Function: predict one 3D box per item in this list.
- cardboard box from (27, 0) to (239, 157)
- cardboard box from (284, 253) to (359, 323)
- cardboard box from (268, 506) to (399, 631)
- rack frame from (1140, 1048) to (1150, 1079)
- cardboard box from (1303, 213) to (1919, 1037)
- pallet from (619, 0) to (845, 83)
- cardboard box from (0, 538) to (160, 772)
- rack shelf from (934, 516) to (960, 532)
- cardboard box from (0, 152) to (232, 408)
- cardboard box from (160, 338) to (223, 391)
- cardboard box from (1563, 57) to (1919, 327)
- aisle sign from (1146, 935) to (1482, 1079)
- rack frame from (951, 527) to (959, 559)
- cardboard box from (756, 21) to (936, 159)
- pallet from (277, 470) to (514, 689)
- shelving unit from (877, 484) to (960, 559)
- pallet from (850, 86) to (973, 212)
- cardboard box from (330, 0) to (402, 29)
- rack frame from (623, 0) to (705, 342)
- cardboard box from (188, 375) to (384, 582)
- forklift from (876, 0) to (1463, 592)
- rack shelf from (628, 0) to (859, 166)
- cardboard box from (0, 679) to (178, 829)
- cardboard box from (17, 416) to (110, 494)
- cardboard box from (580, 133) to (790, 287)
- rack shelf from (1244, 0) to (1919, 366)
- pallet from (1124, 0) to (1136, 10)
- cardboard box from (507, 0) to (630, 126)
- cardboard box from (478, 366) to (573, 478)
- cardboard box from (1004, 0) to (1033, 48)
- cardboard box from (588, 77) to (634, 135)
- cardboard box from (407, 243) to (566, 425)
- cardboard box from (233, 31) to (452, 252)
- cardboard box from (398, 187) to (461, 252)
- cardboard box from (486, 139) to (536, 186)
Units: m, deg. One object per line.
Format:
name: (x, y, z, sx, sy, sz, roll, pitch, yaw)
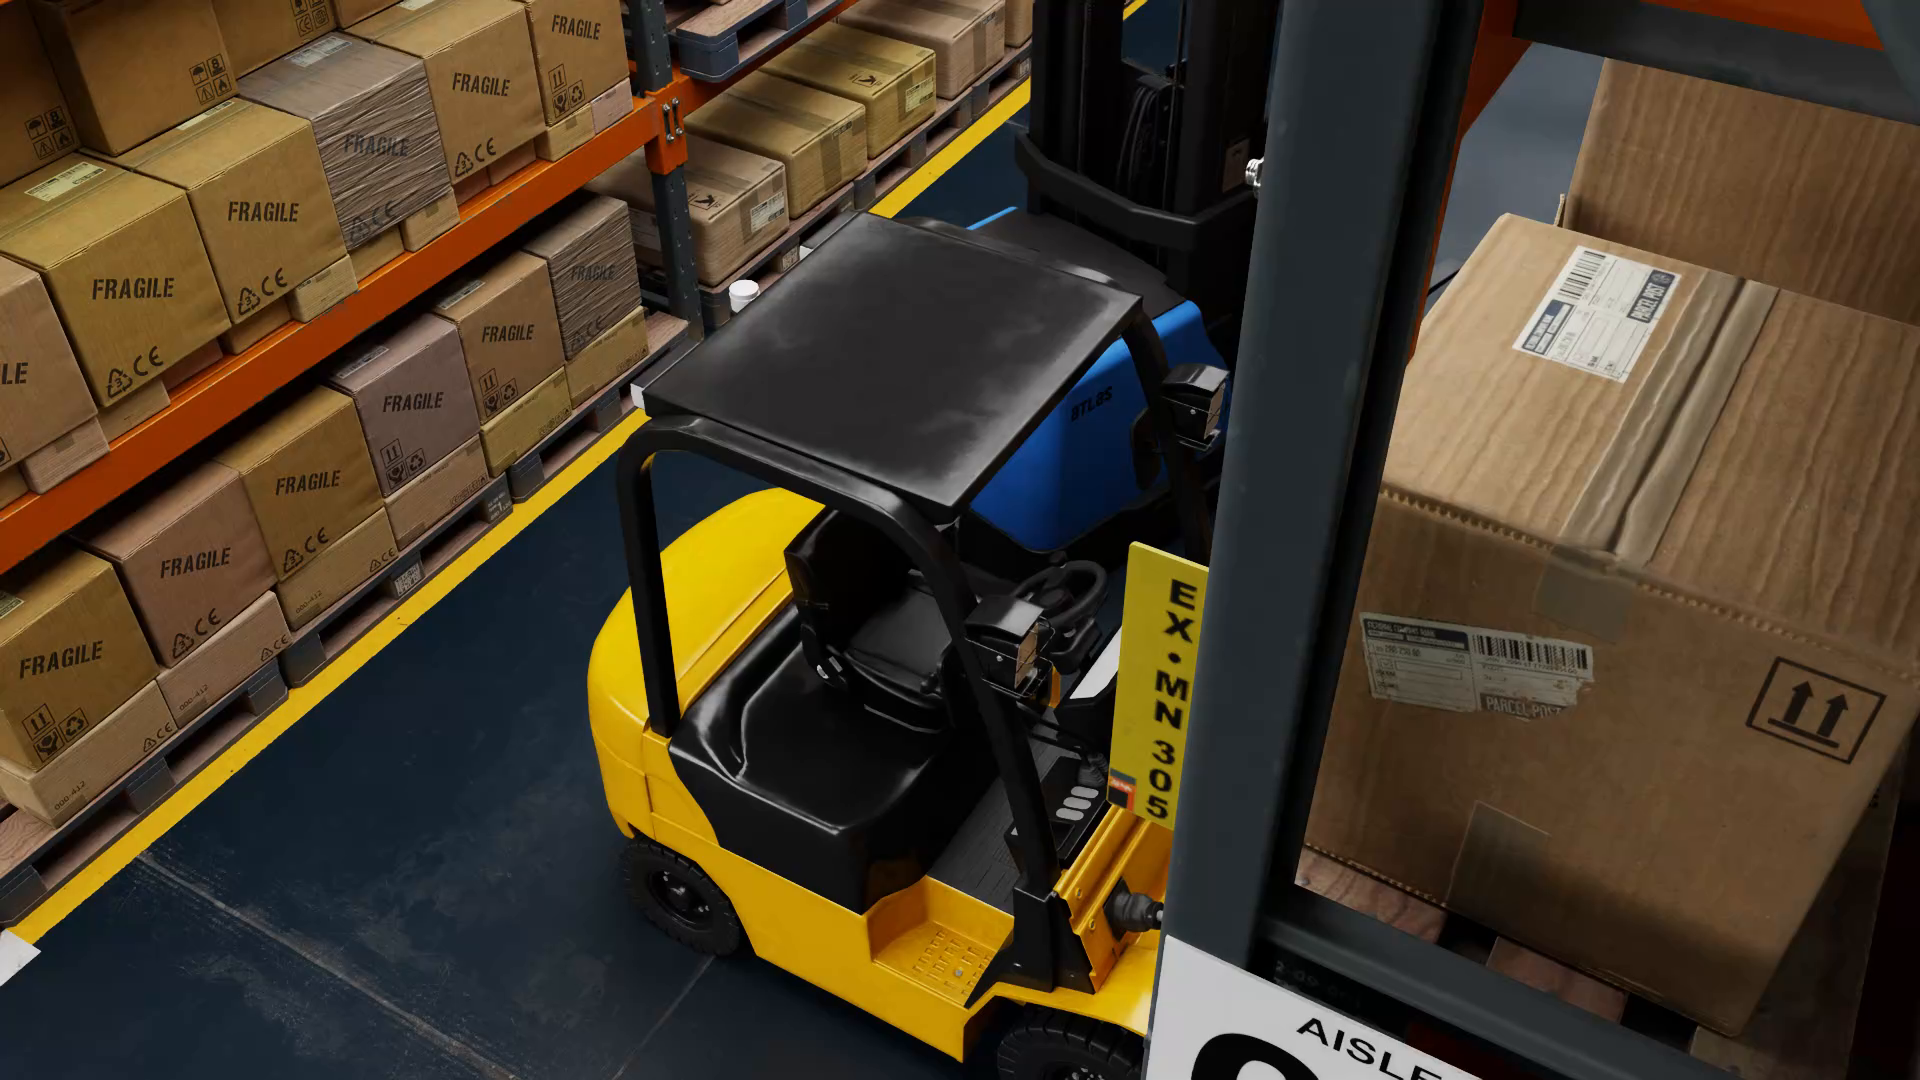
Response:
cardboard box: (-2.792, -1.625, 5.269, 0.700, 0.500, 0.500, 21, 45, 22)
cardboard box: (-2.307, -0.916, 5.710, 0.380, 0.149, 0.250, 21, 46, 22)
cardboard box: (-2.487, 0.014, 6.227, 0.500, 0.250, 0.500, 24, 47, 25)
rack frame: (0.645, 1.755, 2.487, 1.000, 3.000, 0.127, 21, 45, 22)
cardboard box: (0.655, 0.063, 1.670, 0.500, 0.500, 0.500, 22, 46, 23)
pallet: (-1.144, -2.490, 7.453, 1.003, 0.211, 1.213, 21, 45, 22)
cardboard box: (-3.000, 0.325, 5.307, 0.500, 0.500, 0.500, 19, 45, 21)
rack shelf: (-0.160, -0.089, 6.493, 0.200, 0.077, 0.258, -32, 50, -31)
cardboard box: (-2.667, -0.802, 5.090, 0.500, 0.500, 0.500, 20, 45, 21)
cardboard box: (-2.641, -0.650, 5.409, 0.380, 0.149, 0.250, 22, 46, 23)
cardboard box: (1.255, -0.490, 2.298, 0.700, 0.500, 0.500, 21, 46, 22)
aisle sign: (0.358, 0.720, 1.695, 0.394, 0.787, 0.004, 21, 45, 22)
rack frame: (-0.086, -0.295, 6.404, 0.006, 0.900, 0.240, -32, 50, -31)
cardboard box: (-0.689, -2.456, 8.940, 0.950, 0.372, 0.625, 22, 46, 23)
pallet: (-2.568, -0.030, 6.624, 1.003, 0.211, 1.213, 21, 45, 22)
shelving unit: (-0.160, -0.249, 6.352, 0.210, 0.900, 0.258, -32, 50, -31)
pallet: (-0.655, -2.273, 9.171, 1.003, 0.211, 1.213, 21, 45, 22)
cardboard box: (-2.335, -2.232, 5.958, 0.700, 0.500, 0.500, 21, 46, 22)
rack frame: (-1.653, -2.173, 6.948, 1.000, 3.000, 0.127, 21, 45, 22)
cardboard box: (-2.484, -0.260, 5.971, 0.500, 0.500, 0.500, 22, 46, 23)
forklift: (1.059, -1.722, 6.488, 3.031, 2.935, 1.130, -32, 50, -31)
rack shelf: (-0.652, -3.047, 8.485, 1.077, 0.370, 4.000, 21, 45, 22)
cardboard box: (-3.011, 0.620, 5.539, 0.500, 0.250, 0.500, 21, 45, 22)
cardboard box: (-2.821, -0.320, 5.034, 0.380, 0.149, 0.250, 22, 46, 23)
cardboard box: (-1.392, -1.645, 8.019, 0.950, 0.372, 0.625, 21, 46, 23)
rack shelf: (1.646, -1.220, 2.174, 1.077, 0.370, 4.000, 21, 45, 22)
pallet: (0.809, -3.841, 10.952, 1.003, 0.211, 1.213, 21, 45, 22)
cardboard box: (-1.660, -1.985, 6.434, 0.500, 0.500, 0.500, 20, 45, 21)
cardboard box: (-1.974, -0.563, 6.883, 0.500, 0.250, 0.500, 20, 45, 21)
cardboard box: (0.058, -3.313, 9.913, 0.950, 0.372, 0.625, 18, 44, 19)
cardboard box: (-1.550, -1.794, 6.707, 0.380, 0.149, 0.250, 20, 45, 22)
cardboard box: (-1.969, -0.861, 6.653, 0.500, 0.500, 0.500, 22, 46, 23)
cardboard box: (-2.167, -1.390, 5.758, 0.500, 0.500, 0.500, 22, 46, 23)
cardboard box: (-2.055, -1.211, 6.046, 0.380, 0.149, 0.250, 20, 45, 21)
cardboard box: (-1.867, -1.525, 6.403, 0.380, 0.149, 0.250, 21, 46, 22)
